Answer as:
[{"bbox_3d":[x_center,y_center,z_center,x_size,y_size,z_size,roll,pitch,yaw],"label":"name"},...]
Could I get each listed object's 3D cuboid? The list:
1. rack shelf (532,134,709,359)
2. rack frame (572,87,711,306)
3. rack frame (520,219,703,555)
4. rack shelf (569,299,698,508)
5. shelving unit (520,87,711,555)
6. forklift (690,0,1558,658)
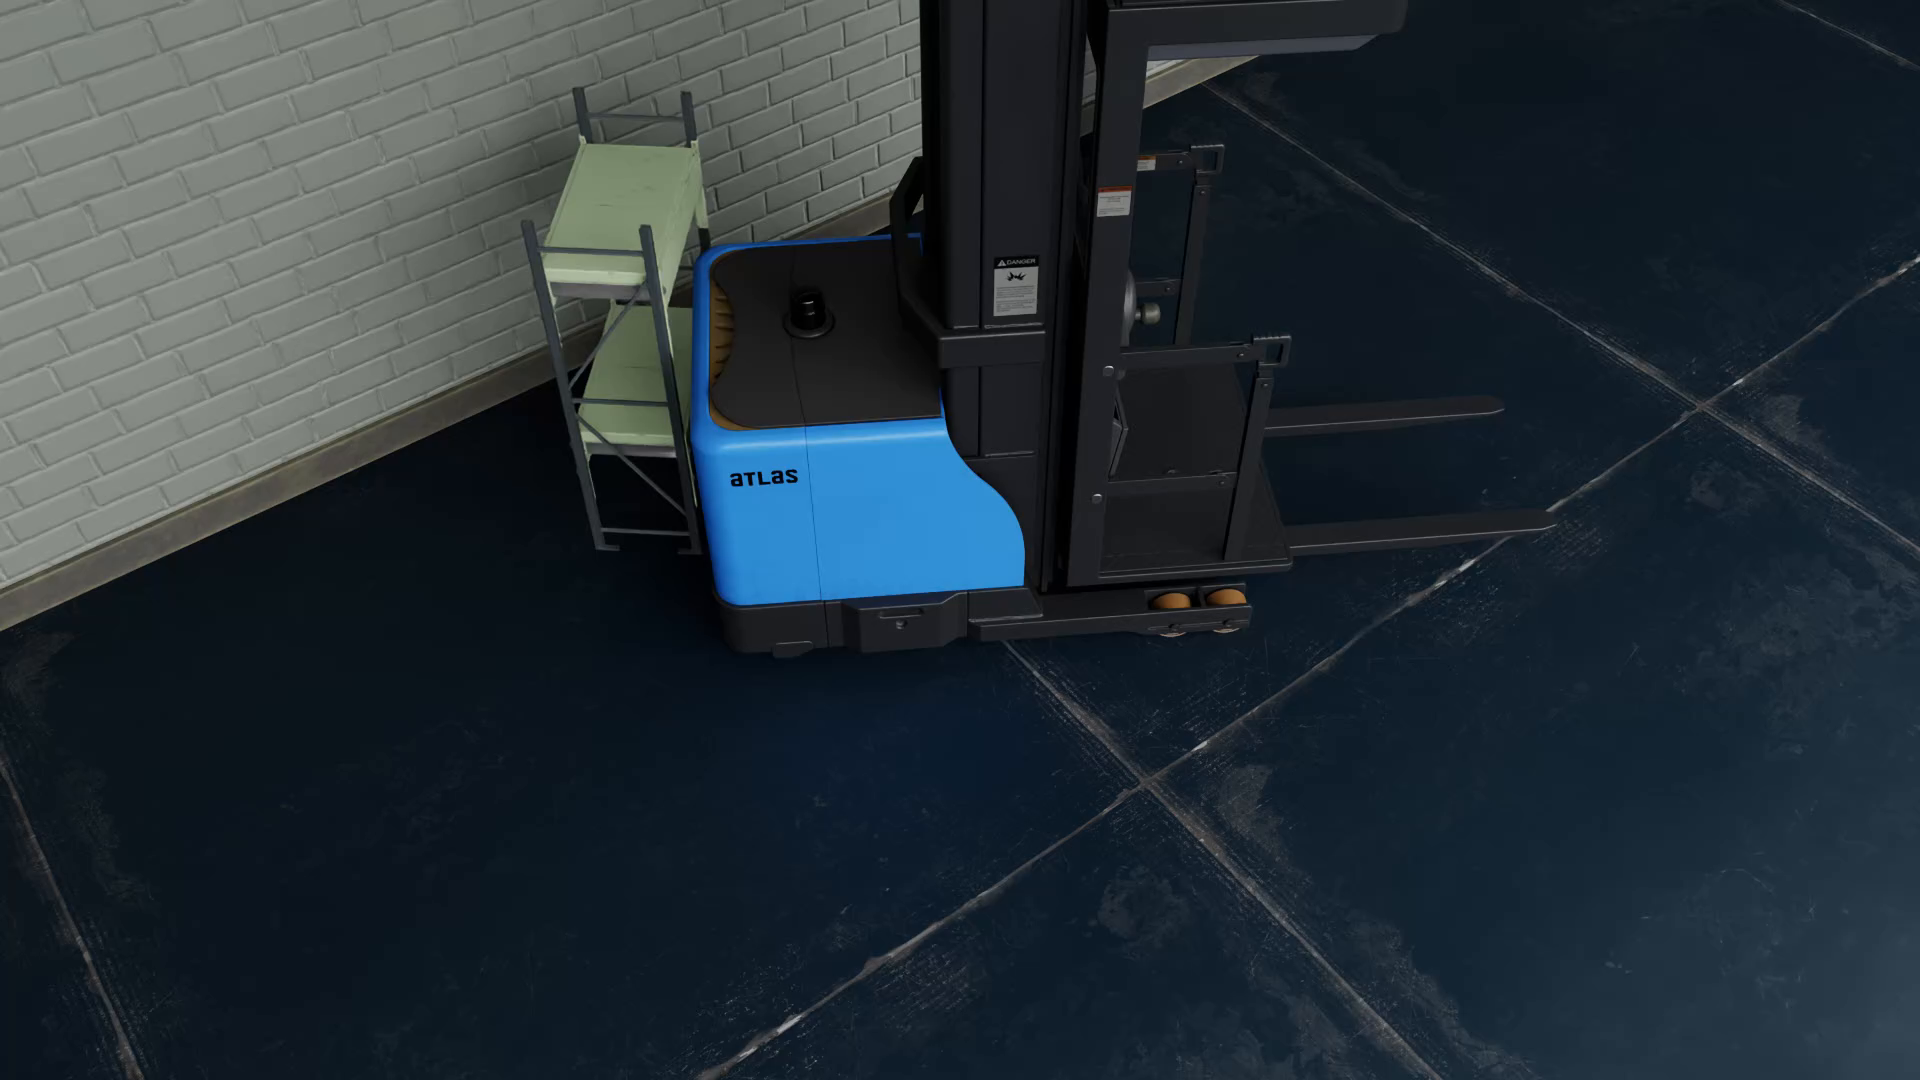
[{"bbox_3d":[-1.129,-0.998,5.613,0.431,0.370,0.720,3,48,2],"label":"rack shelf"},{"bbox_3d":[-1.110,-1.006,6.147,0.400,1.500,0.023,3,48,2],"label":"rack frame"},{"bbox_3d":[-1.154,-0.465,5.657,0.400,1.500,0.023,3,48,2],"label":"rack frame"},{"bbox_3d":[-1.135,-0.517,6.144,0.431,0.370,0.720,3,48,2],"label":"rack shelf"},{"bbox_3d":[-1.132,-0.736,5.902,0.431,1.500,0.755,3,48,2],"label":"shelving unit"},{"bbox_3d":[0.620,-1.028,5.204,3.031,2.935,1.130,-4,48,-4],"label":"forklift"}]
